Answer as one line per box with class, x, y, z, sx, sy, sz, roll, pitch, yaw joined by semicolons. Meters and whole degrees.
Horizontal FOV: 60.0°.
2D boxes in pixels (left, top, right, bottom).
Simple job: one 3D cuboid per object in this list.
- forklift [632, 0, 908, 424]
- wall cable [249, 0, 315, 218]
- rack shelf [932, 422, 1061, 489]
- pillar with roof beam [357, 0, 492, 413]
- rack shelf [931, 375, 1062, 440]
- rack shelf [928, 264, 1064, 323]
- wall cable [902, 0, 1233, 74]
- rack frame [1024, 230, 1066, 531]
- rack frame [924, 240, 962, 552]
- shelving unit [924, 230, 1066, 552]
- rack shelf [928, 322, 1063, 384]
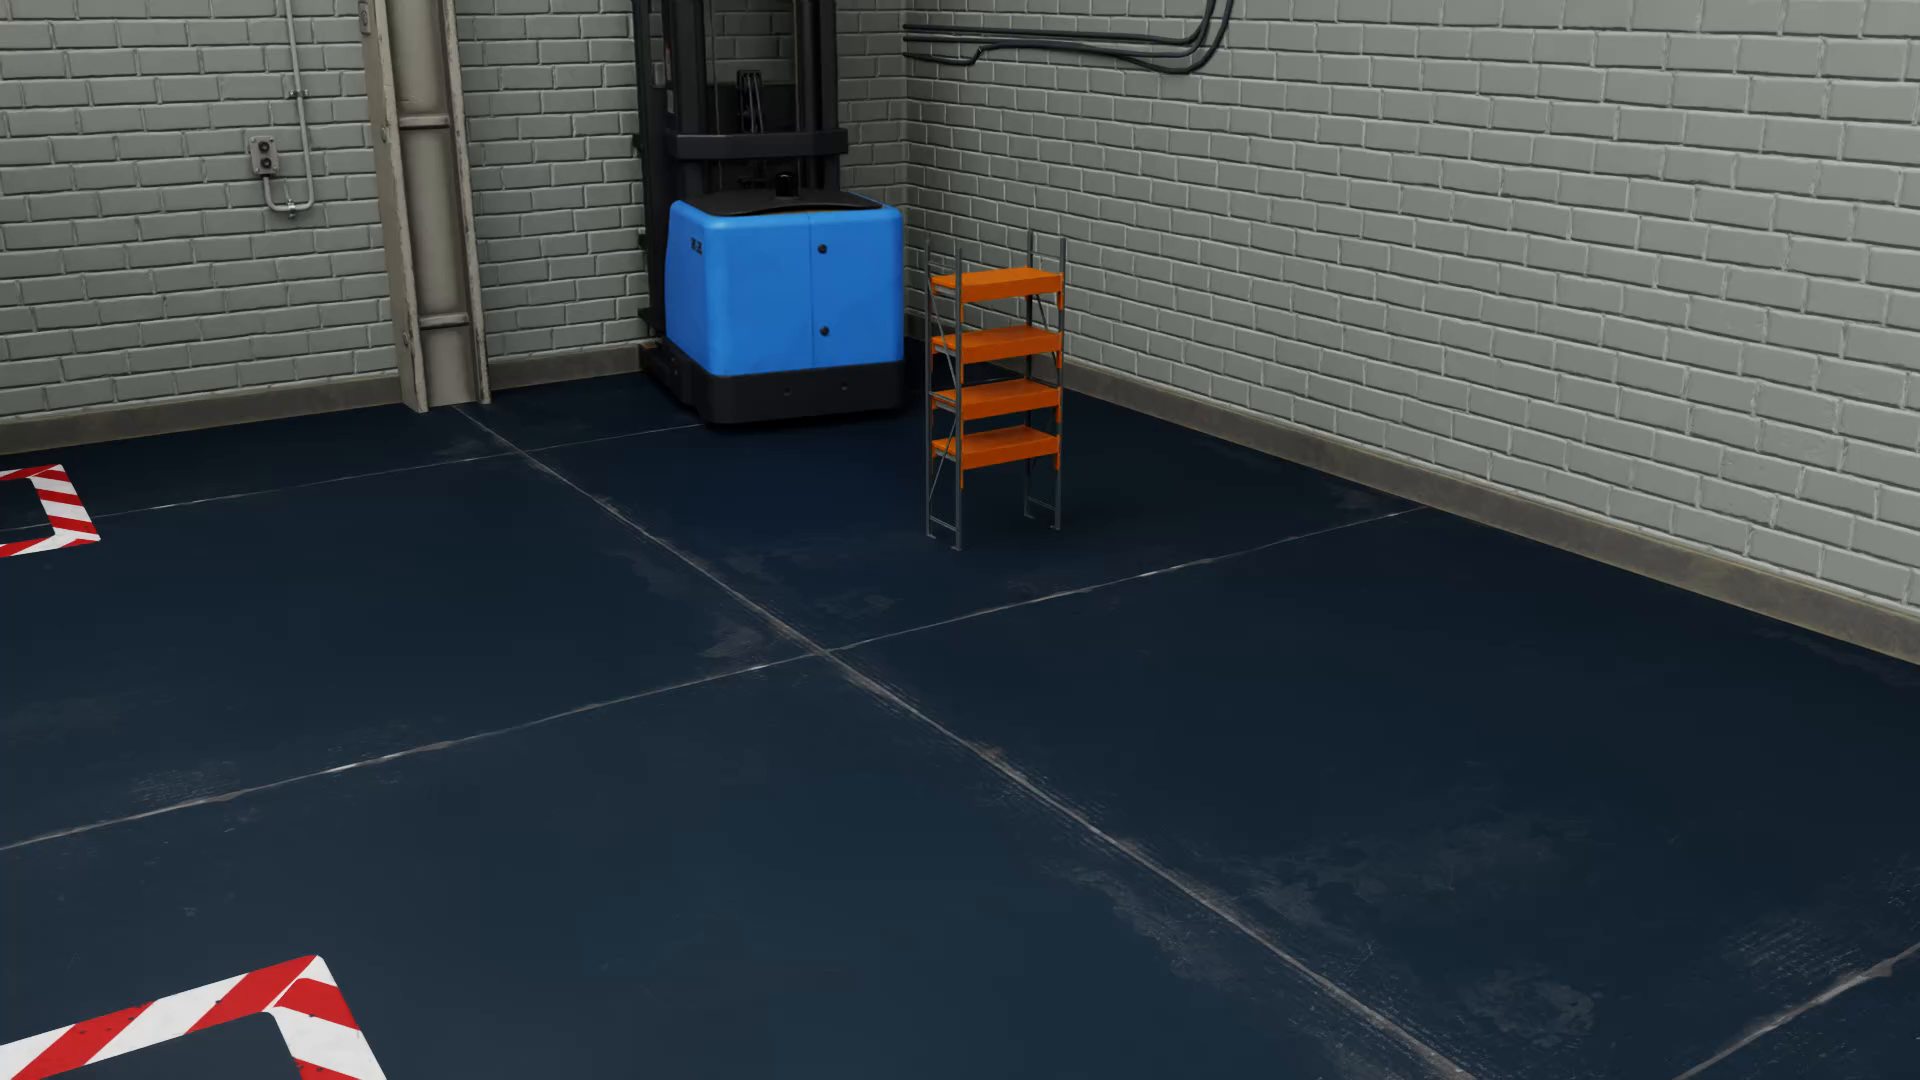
forklift;-1.291;-2.395;9.252;1.130;2.935;3.031;-7;20;-21
wall cable;-3.990;-2.416;7.621;1.851;1.984;0.084;-12;22;-31
rack shelf;0.138;-0.346;6.724;0.480;0.148;0.258;-12;22;-31
pillar with roof beam;-0.392;-3.853;4.092;0.400;9.000;9.100;-12;22;-31
rack shelf;0.138;-0.534;6.660;0.480;0.148;0.258;-12;22;-31
rack shelf;0.138;-0.970;6.513;0.480;0.148;0.258;-12;22;-31
wall cable;0.381;-3.728;8.568;0.112;2.526;3.097;-12;22;-31
rack frame;0.342;-0.641;6.766;0.015;1.200;0.240;-12;22;-31
rack frame;-0.066;-0.555;6.512;0.015;1.200;0.240;-12;22;-31
shelving unit;0.138;-0.598;6.639;0.503;1.200;0.258;-12;22;-31
rack shelf;0.138;-0.746;6.589;0.480;0.148;0.258;-12;22;-31
